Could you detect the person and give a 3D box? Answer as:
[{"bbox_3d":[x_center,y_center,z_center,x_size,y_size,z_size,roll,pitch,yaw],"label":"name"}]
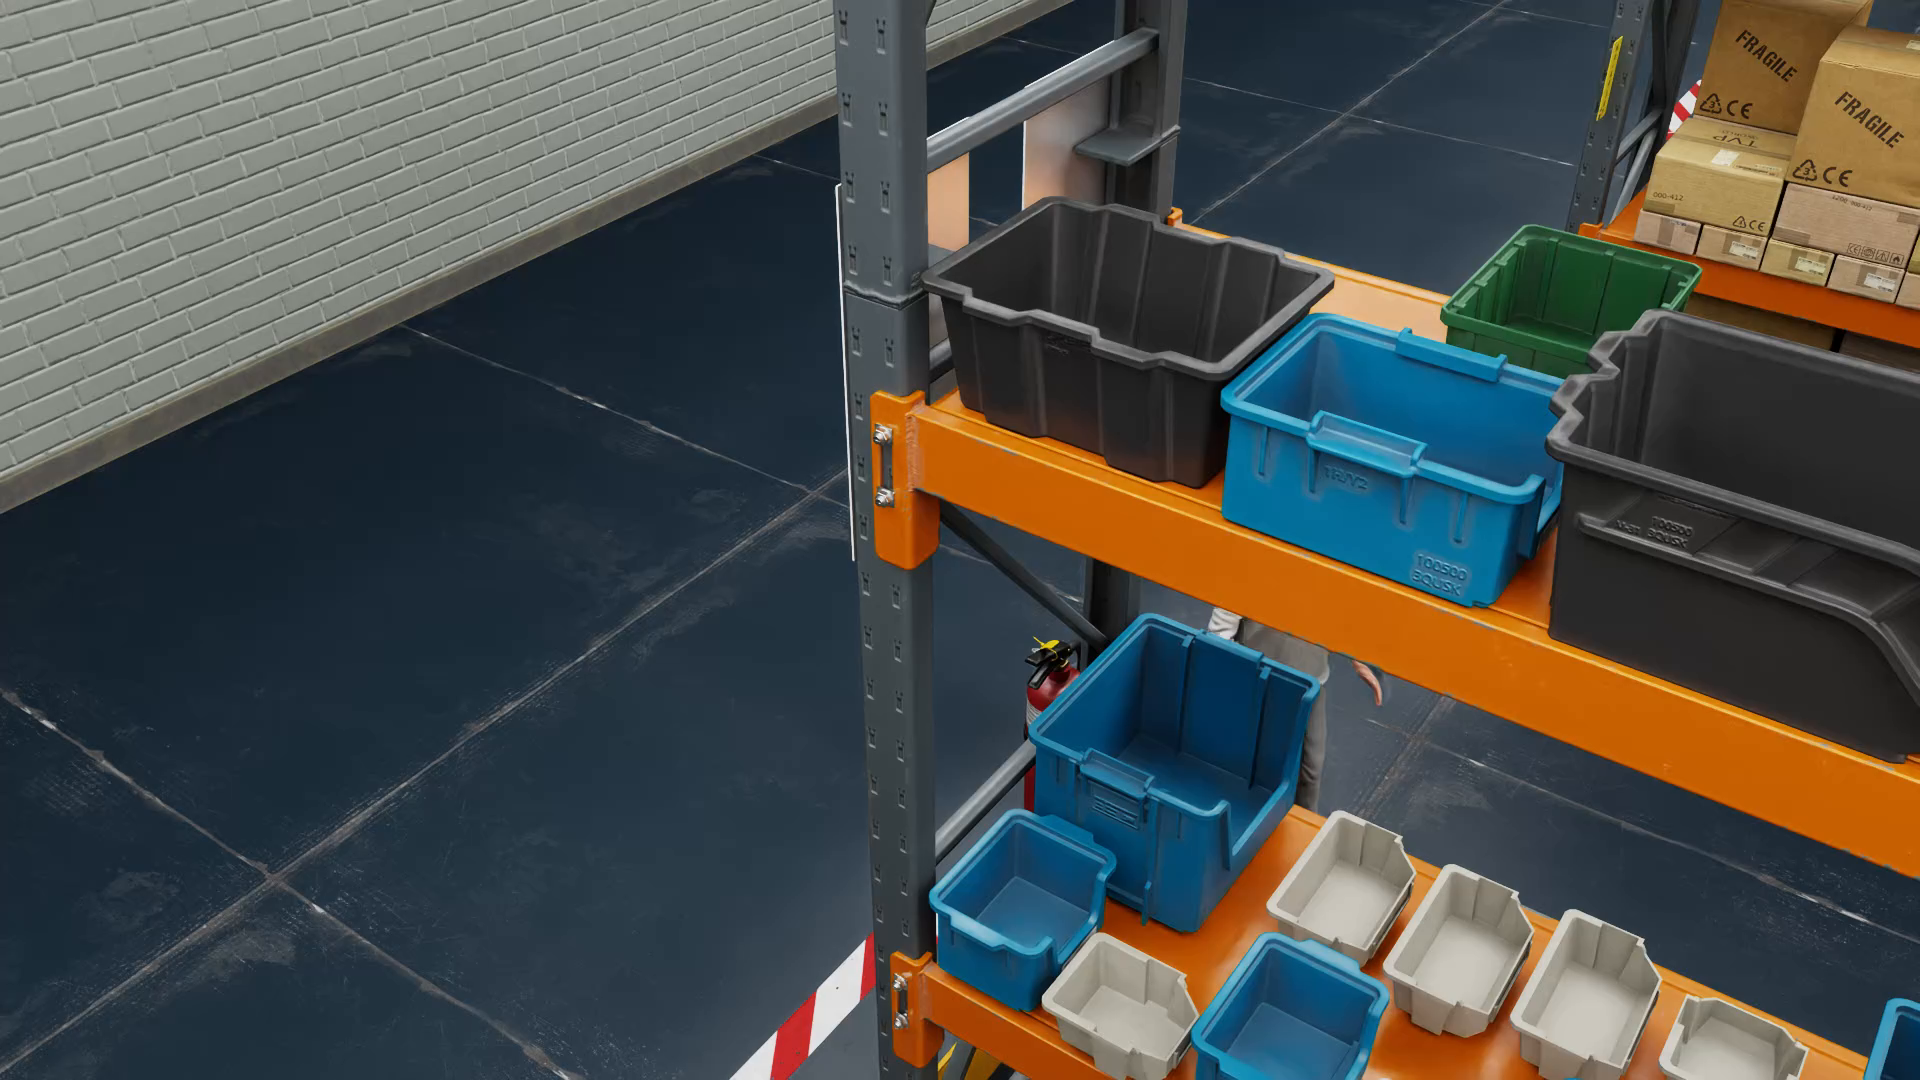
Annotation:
[{"bbox_3d":[1.083,0.504,5.449,0.478,1.555,0.700,-25,42,-31],"label":"person"}]
